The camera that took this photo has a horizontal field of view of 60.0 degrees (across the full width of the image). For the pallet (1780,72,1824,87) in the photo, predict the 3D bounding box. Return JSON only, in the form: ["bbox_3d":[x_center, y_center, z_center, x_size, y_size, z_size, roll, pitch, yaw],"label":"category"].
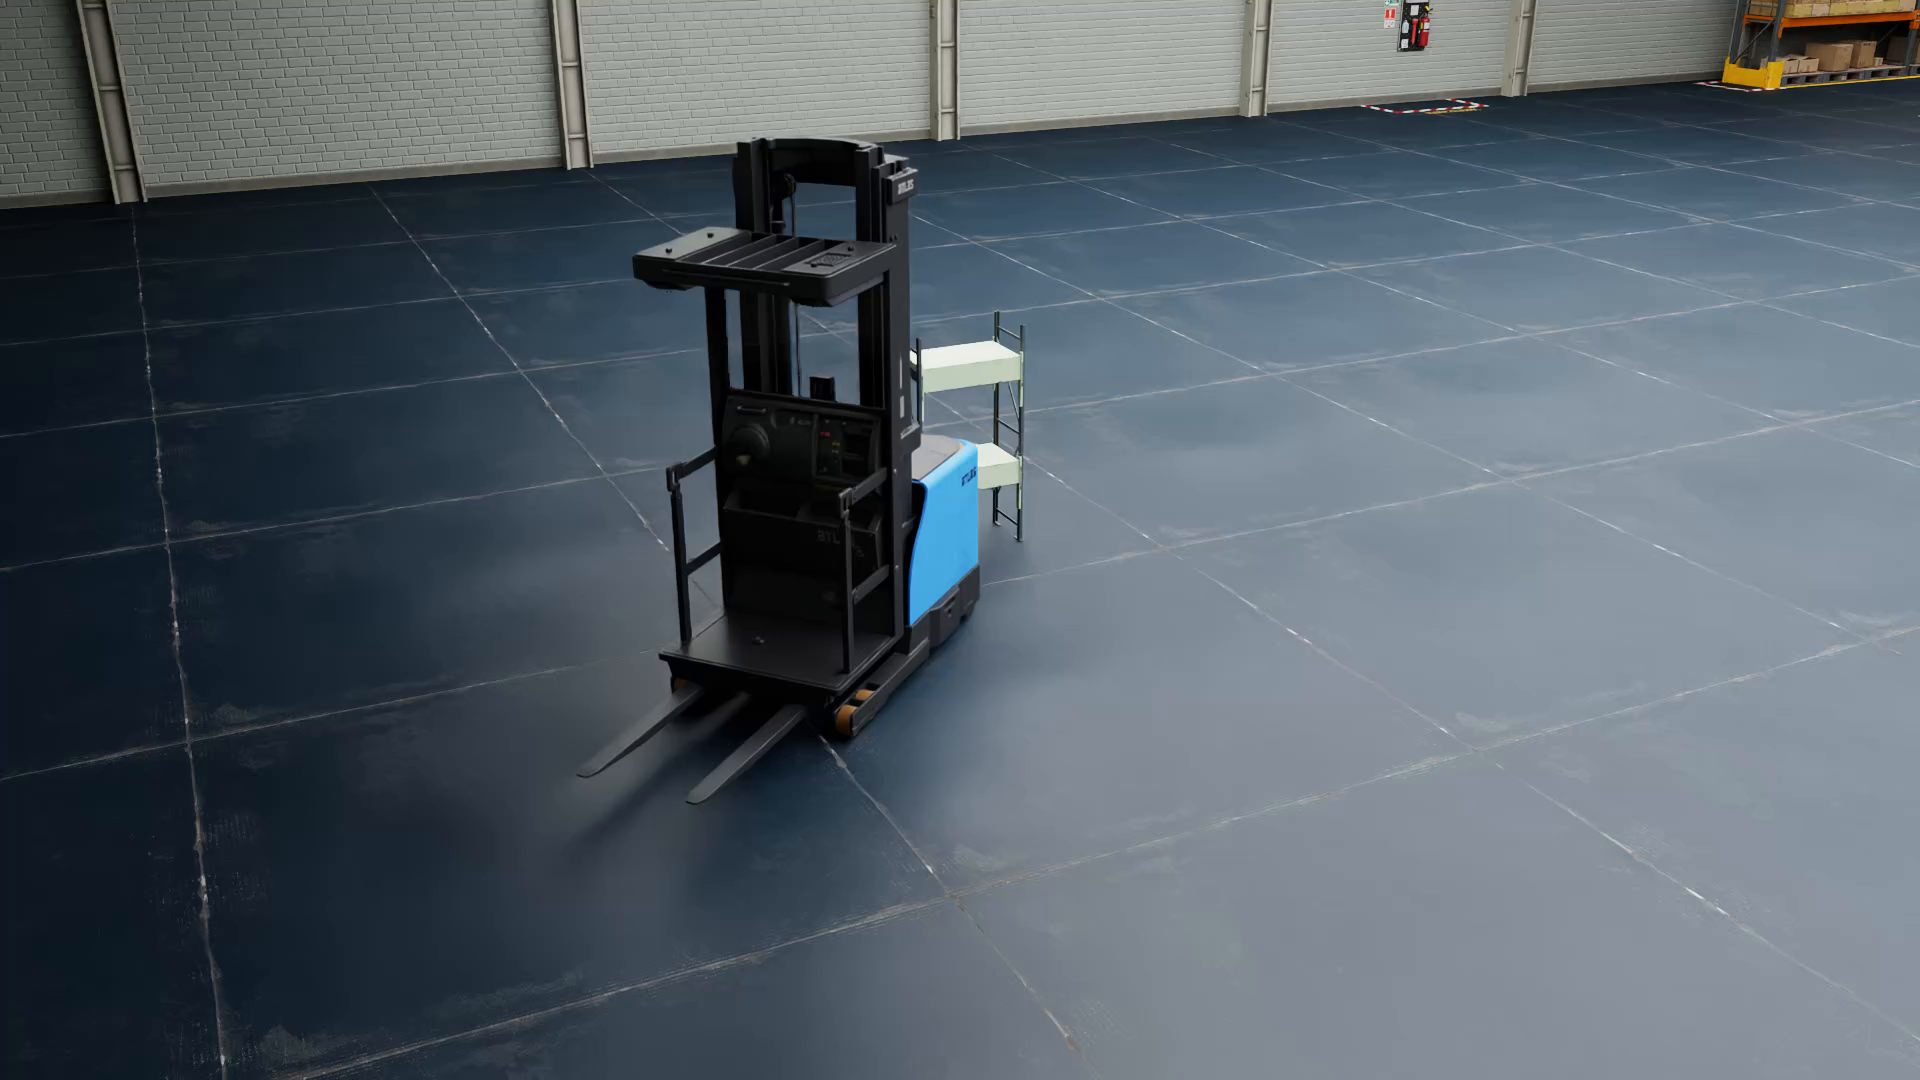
[{"bbox_3d":[16.539,-9.317,33.482,1.213,0.211,1.003,-10,25,-24],"label":"pallet"}]

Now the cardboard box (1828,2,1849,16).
[{"bbox_3d":[17.224,-10.555,32.997,0.500,0.250,0.500,-11,25,-24],"label":"cardboard box"}]

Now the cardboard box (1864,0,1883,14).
[{"bbox_3d":[18.133,-10.722,33.400,0.500,0.250,0.500,-11,25,-24],"label":"cardboard box"}]

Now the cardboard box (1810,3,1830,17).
[{"bbox_3d":[16.762,-10.473,32.798,0.500,0.250,0.500,-11,25,-25],"label":"cardboard box"}]

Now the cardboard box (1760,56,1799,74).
[{"bbox_3d":[16.386,-9.515,33.254,0.500,0.311,0.500,-14,26,-30],"label":"cardboard box"}]

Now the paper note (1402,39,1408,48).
[{"bbox_3d":[8.140,-9.080,30.415,0.142,0.148,0.016,-10,25,-24],"label":"paper note"}]

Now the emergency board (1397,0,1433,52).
[{"bbox_3d":[8.329,-9.492,30.260,0.643,1.169,0.194,-10,25,-24],"label":"emergency board"}]

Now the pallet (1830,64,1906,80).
[{"bbox_3d":[18.738,-9.722,34.460,1.213,0.211,1.003,-10,25,-24],"label":"pallet"}]

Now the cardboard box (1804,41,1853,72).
[{"bbox_3d":[17.582,-9.801,33.699,0.500,0.500,0.700,-12,25,-27],"label":"cardboard box"}]

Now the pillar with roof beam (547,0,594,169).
[{"bbox_3d":[-3.779,-8.192,19.274,0.400,9.000,9.100,-10,25,-24],"label":"pillar with roof beam"}]

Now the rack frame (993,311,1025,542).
[{"bbox_3d":[0.324,-0.753,11.107,0.023,1.500,0.400,-10,25,-24],"label":"rack frame"}]

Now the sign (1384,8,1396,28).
[{"bbox_3d":[7.786,-9.453,30.117,0.234,0.329,0.001,-10,25,-24],"label":"sign"}]

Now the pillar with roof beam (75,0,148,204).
[{"bbox_3d":[-9.186,-7.196,16.869,0.400,9.000,9.100,-10,25,-24],"label":"pillar with roof beam"}]

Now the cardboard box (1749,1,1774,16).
[{"bbox_3d":[16.060,-10.554,32.996,0.500,0.250,0.500,-10,25,-23],"label":"cardboard box"}]

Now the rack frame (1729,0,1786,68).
[{"bbox_3d":[15.723,-10.470,32.622,0.127,3.000,1.000,-10,25,-24],"label":"rack frame"}]

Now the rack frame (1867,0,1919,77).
[{"bbox_3d":[19.327,-11.134,34.225,0.127,3.000,1.000,-10,25,-24],"label":"rack frame"}]

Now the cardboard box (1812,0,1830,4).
[{"bbox_3d":[16.733,-10.811,32.634,0.500,0.500,0.500,-10,25,-23],"label":"cardboard box"}]

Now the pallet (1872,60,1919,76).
[{"bbox_3d":[20.028,-9.975,35.071,1.213,0.211,1.003,-10,25,-24],"label":"pallet"}]

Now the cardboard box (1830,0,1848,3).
[{"bbox_3d":[17.202,-10.894,32.836,0.500,0.500,0.500,-11,25,-25],"label":"cardboard box"}]

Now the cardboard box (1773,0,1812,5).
[{"bbox_3d":[16.284,-10.732,32.445,0.500,0.500,0.500,-10,25,-24],"label":"cardboard box"}]

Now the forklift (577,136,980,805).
[{"bbox_3d":[-0.927,-0.505,8.639,1.130,2.935,3.031,9,24,22],"label":"forklift"}]

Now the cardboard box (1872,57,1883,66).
[{"bbox_3d":[18.858,-9.929,34.443,0.250,0.166,0.380,-14,26,-30],"label":"cardboard box"}]

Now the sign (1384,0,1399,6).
[{"bbox_3d":[7.794,-9.695,30.010,0.331,0.109,0.001,-10,25,-24],"label":"sign"}]

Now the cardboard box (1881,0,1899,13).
[{"bbox_3d":[18.580,-10.811,33.615,0.500,0.250,0.500,-10,25,-23],"label":"cardboard box"}]

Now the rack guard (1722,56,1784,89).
[{"bbox_3d":[15.792,-9.328,33.131,0.348,0.500,1.175,-10,25,-24],"label":"rack guard"}]

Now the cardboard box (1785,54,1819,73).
[{"bbox_3d":[16.899,-9.609,33.483,0.500,0.311,0.500,-8,24,-19],"label":"cardboard box"}]

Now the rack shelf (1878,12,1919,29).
[{"bbox_3d":[21.130,-11.133,35.164,4.000,0.370,1.077,-10,25,-24],"label":"rack shelf"}]

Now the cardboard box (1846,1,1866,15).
[{"bbox_3d":[17.680,-10.638,33.198,0.500,0.250,0.500,-10,25,-23],"label":"cardboard box"}]

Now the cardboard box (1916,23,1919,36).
[{"bbox_3d":[20.379,-10.731,34.964,0.500,0.250,0.500,-11,25,-25],"label":"cardboard box"}]

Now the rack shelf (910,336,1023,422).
[{"bbox_3d":[-0.006,-1.052,10.811,0.720,0.370,0.431,-10,25,-24],"label":"rack shelf"}]

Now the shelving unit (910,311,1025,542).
[{"bbox_3d":[-0.006,-0.692,10.960,0.755,1.500,0.431,-10,25,-24],"label":"shelving unit"}]

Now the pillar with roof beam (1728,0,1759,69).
[{"bbox_3d":[17.846,-12.173,28.891,0.400,9.000,9.100,-10,25,-24],"label":"pillar with roof beam"}]

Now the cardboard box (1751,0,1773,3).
[{"bbox_3d":[16.056,-10.908,32.869,0.500,0.500,0.500,-11,25,-24],"label":"cardboard box"}]

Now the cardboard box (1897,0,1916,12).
[{"bbox_3d":[19.032,-10.891,33.808,0.500,0.250,0.500,-10,25,-23],"label":"cardboard box"}]

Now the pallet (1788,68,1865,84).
[{"bbox_3d":[17.637,-9.518,33.967,1.213,0.211,1.003,-10,25,-24],"label":"pallet"}]

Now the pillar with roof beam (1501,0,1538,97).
[{"bbox_3d":[12.440,-11.177,26.487,0.400,9.000,9.100,-10,25,-24],"label":"pillar with roof beam"}]

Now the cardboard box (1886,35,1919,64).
[{"bbox_3d":[19.984,-10.310,34.928,0.500,0.500,0.700,-10,24,-22],"label":"cardboard box"}]

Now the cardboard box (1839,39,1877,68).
[{"bbox_3d":[18.410,-9.996,34.170,0.500,0.500,0.500,-12,26,-28],"label":"cardboard box"}]

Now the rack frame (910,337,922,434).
[{"bbox_3d":[-0.336,-0.631,10.814,0.023,1.500,0.400,-10,25,-24],"label":"rack frame"}]

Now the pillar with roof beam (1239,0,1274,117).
[{"bbox_3d":[7.033,-10.182,24.082,0.400,9.000,9.100,-10,25,-24],"label":"pillar with roof beam"}]

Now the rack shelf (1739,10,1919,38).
[{"bbox_3d":[17.525,-10.470,33.561,4.000,0.370,1.077,-10,25,-24],"label":"rack shelf"}]

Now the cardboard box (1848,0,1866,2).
[{"bbox_3d":[17.662,-10.984,33.053,0.500,0.500,0.500,-10,24,-22],"label":"cardboard box"}]

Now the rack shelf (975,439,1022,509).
[{"bbox_3d":[-0.006,-0.391,11.085,0.720,0.370,0.431,-10,25,-24],"label":"rack shelf"}]

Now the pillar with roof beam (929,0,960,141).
[{"bbox_3d":[1.627,-9.187,21.678,0.400,9.000,9.100,-10,25,-24],"label":"pillar with roof beam"}]

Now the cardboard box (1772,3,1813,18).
[{"bbox_3d":[16.301,-10.382,32.578,0.500,0.250,0.500,-11,25,-25],"label":"cardboard box"}]
